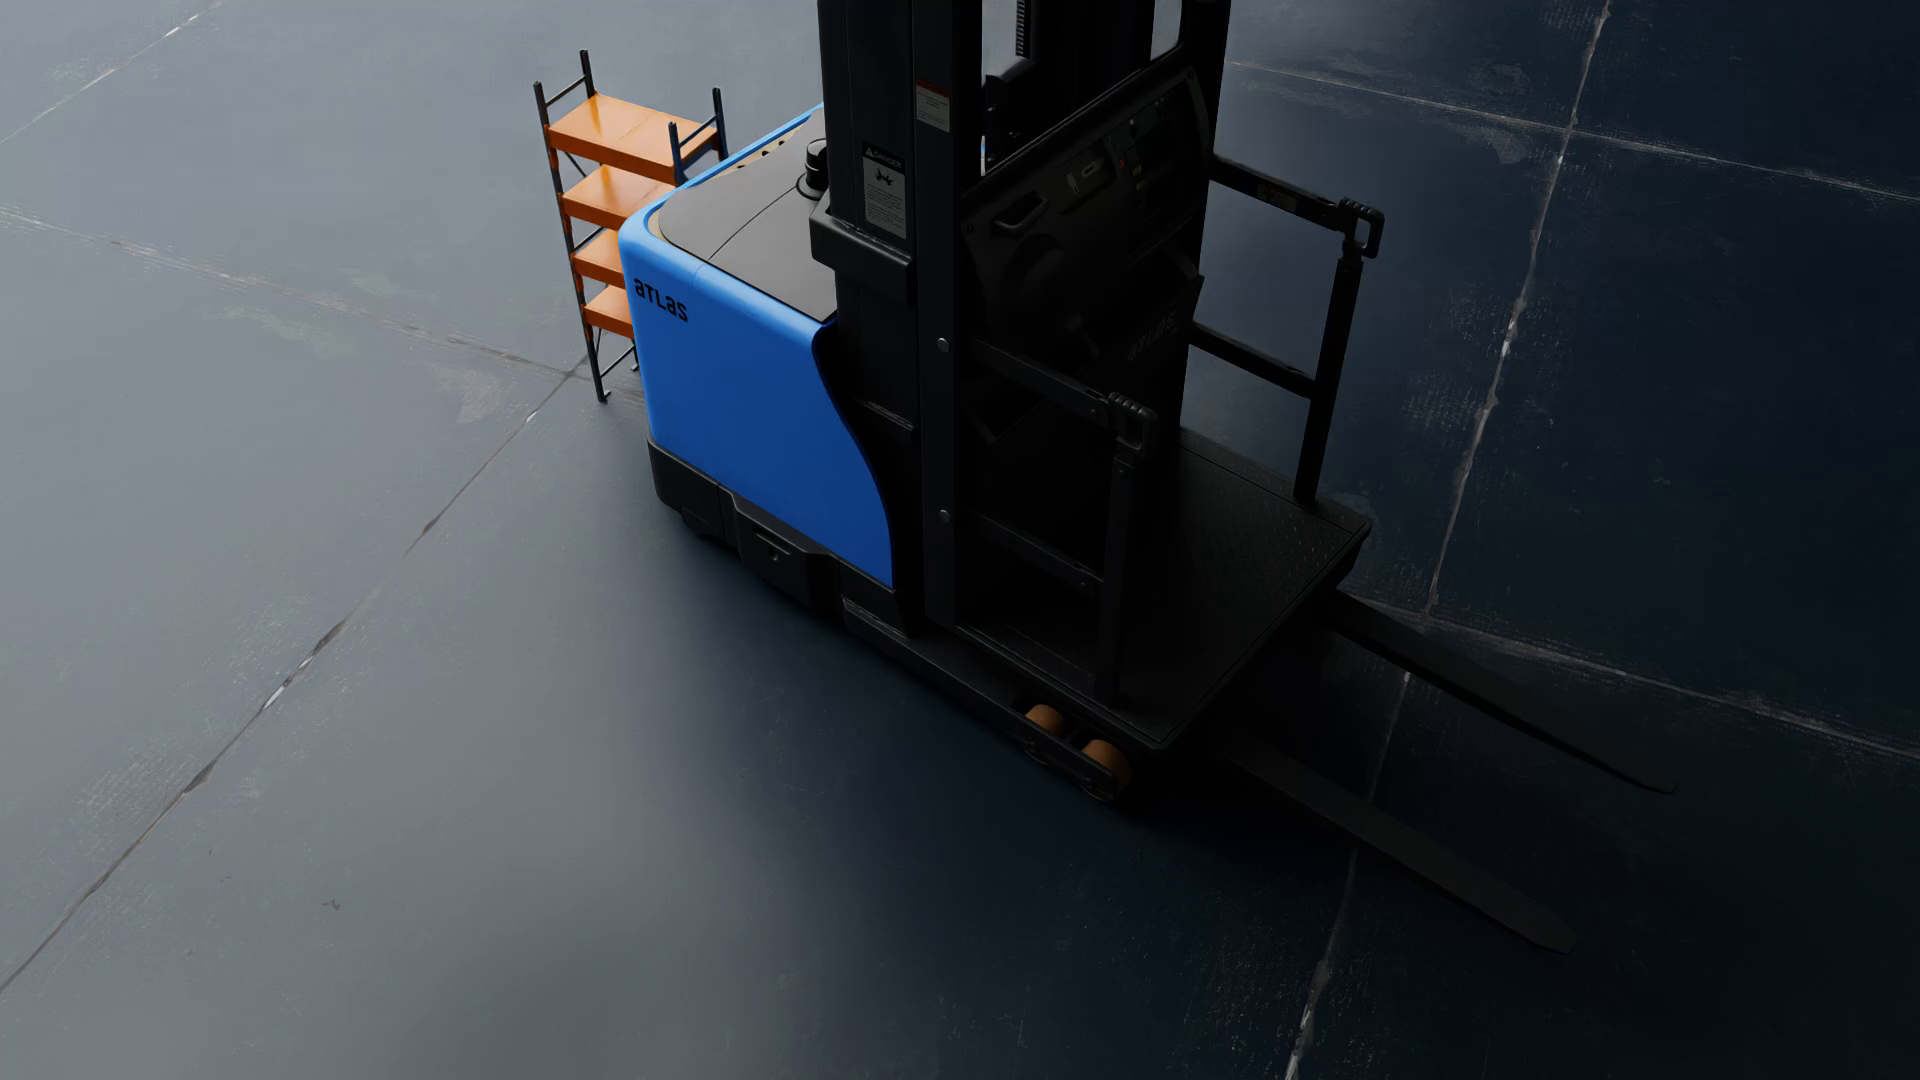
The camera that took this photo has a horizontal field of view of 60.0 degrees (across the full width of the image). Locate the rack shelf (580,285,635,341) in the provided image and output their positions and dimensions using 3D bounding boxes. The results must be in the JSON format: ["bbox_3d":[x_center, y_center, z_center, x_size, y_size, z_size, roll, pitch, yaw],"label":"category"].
[{"bbox_3d":[-0.974,-0.714,5.489,0.480,0.148,0.258,21,48,20],"label":"rack shelf"}]

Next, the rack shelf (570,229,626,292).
[{"bbox_3d":[-0.976,-0.857,5.350,0.480,0.148,0.258,21,48,20],"label":"rack shelf"}]

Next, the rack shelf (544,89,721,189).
[{"bbox_3d":[-0.979,-1.186,5.029,0.480,0.148,0.258,21,48,20],"label":"rack shelf"}]

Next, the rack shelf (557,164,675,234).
[{"bbox_3d":[-0.977,-1.017,5.194,0.480,0.148,0.258,21,48,20],"label":"rack shelf"}]

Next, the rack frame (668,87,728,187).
[{"bbox_3d":[-0.762,-0.824,5.218,0.015,1.200,0.240,21,48,20],"label":"rack frame"}]

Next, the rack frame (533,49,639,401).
[{"bbox_3d":[-1.190,-0.986,5.389,0.015,1.200,0.240,21,48,20],"label":"rack frame"}]

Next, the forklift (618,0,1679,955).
[{"bbox_3d":[0.486,-0.757,3.932,3.031,2.935,1.130,30,52,27],"label":"forklift"}]

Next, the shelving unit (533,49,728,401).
[{"bbox_3d":[-0.976,-0.905,5.303,0.503,1.200,0.258,21,48,20],"label":"shelving unit"}]
